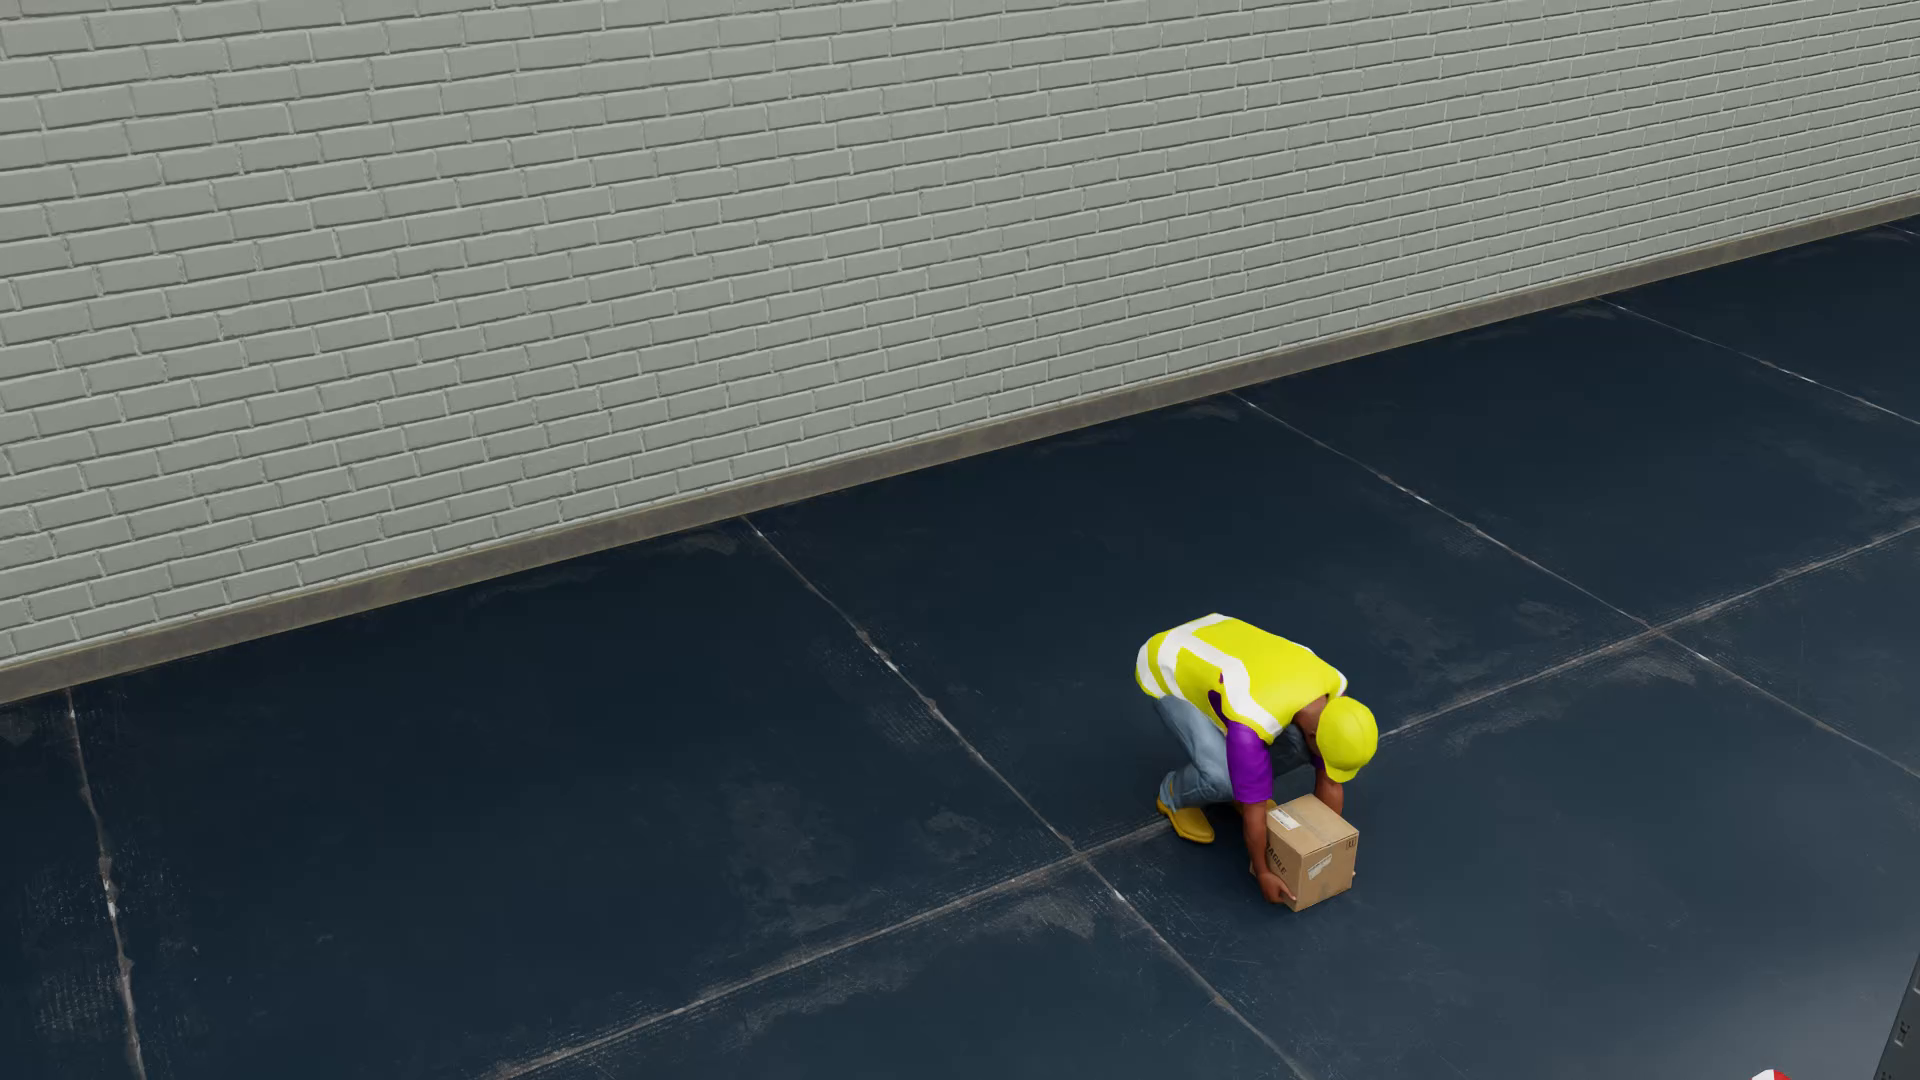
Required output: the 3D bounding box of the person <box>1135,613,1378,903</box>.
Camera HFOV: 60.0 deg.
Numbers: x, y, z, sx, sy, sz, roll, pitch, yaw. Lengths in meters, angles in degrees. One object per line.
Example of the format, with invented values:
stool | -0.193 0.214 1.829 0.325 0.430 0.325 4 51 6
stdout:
person | 1.041 0.718 5.814 0.528 0.824 0.973 -17 33 -28
